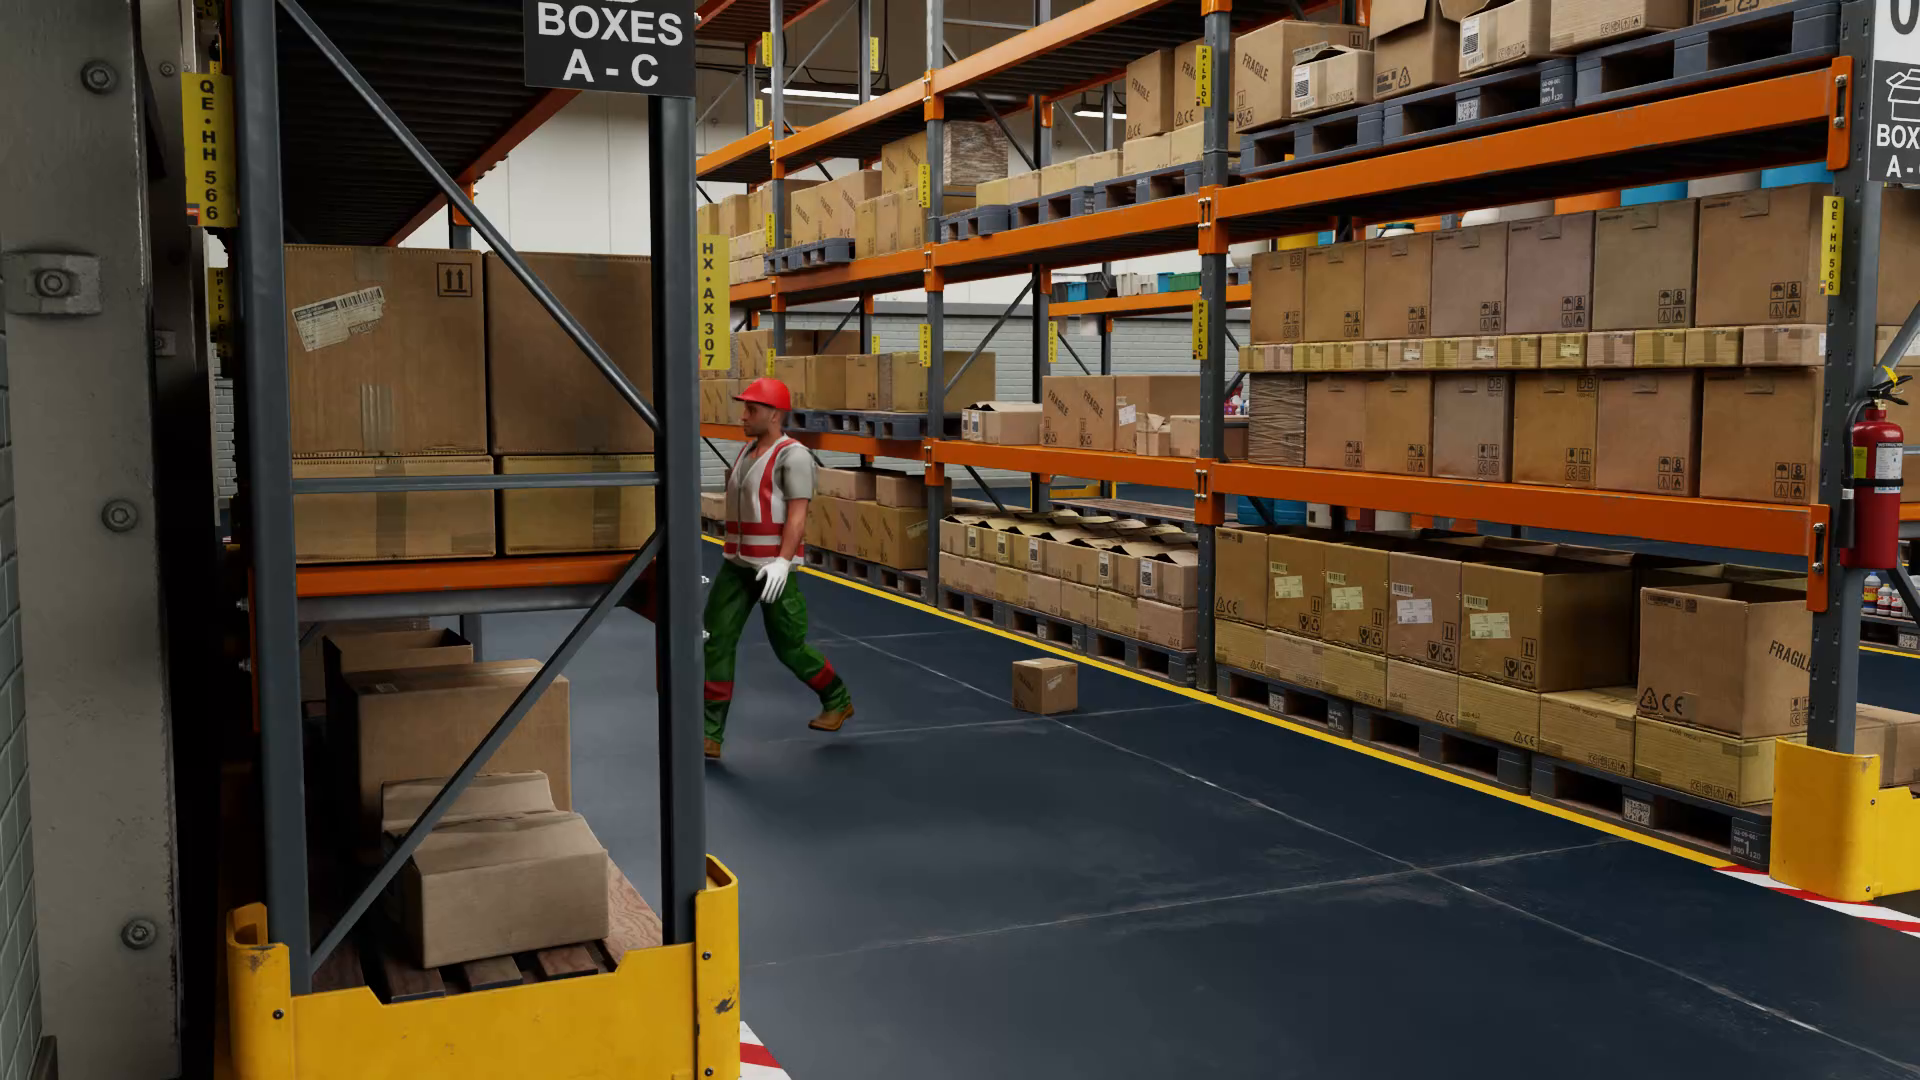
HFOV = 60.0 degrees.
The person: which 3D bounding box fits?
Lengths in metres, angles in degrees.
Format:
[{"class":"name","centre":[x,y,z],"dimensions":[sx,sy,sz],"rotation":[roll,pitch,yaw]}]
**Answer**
[{"class":"person","centre":[-0.909,0.126,7.729],"dimensions":[0.553,1.756,0.990],"rotation":[5,7,41]}]
